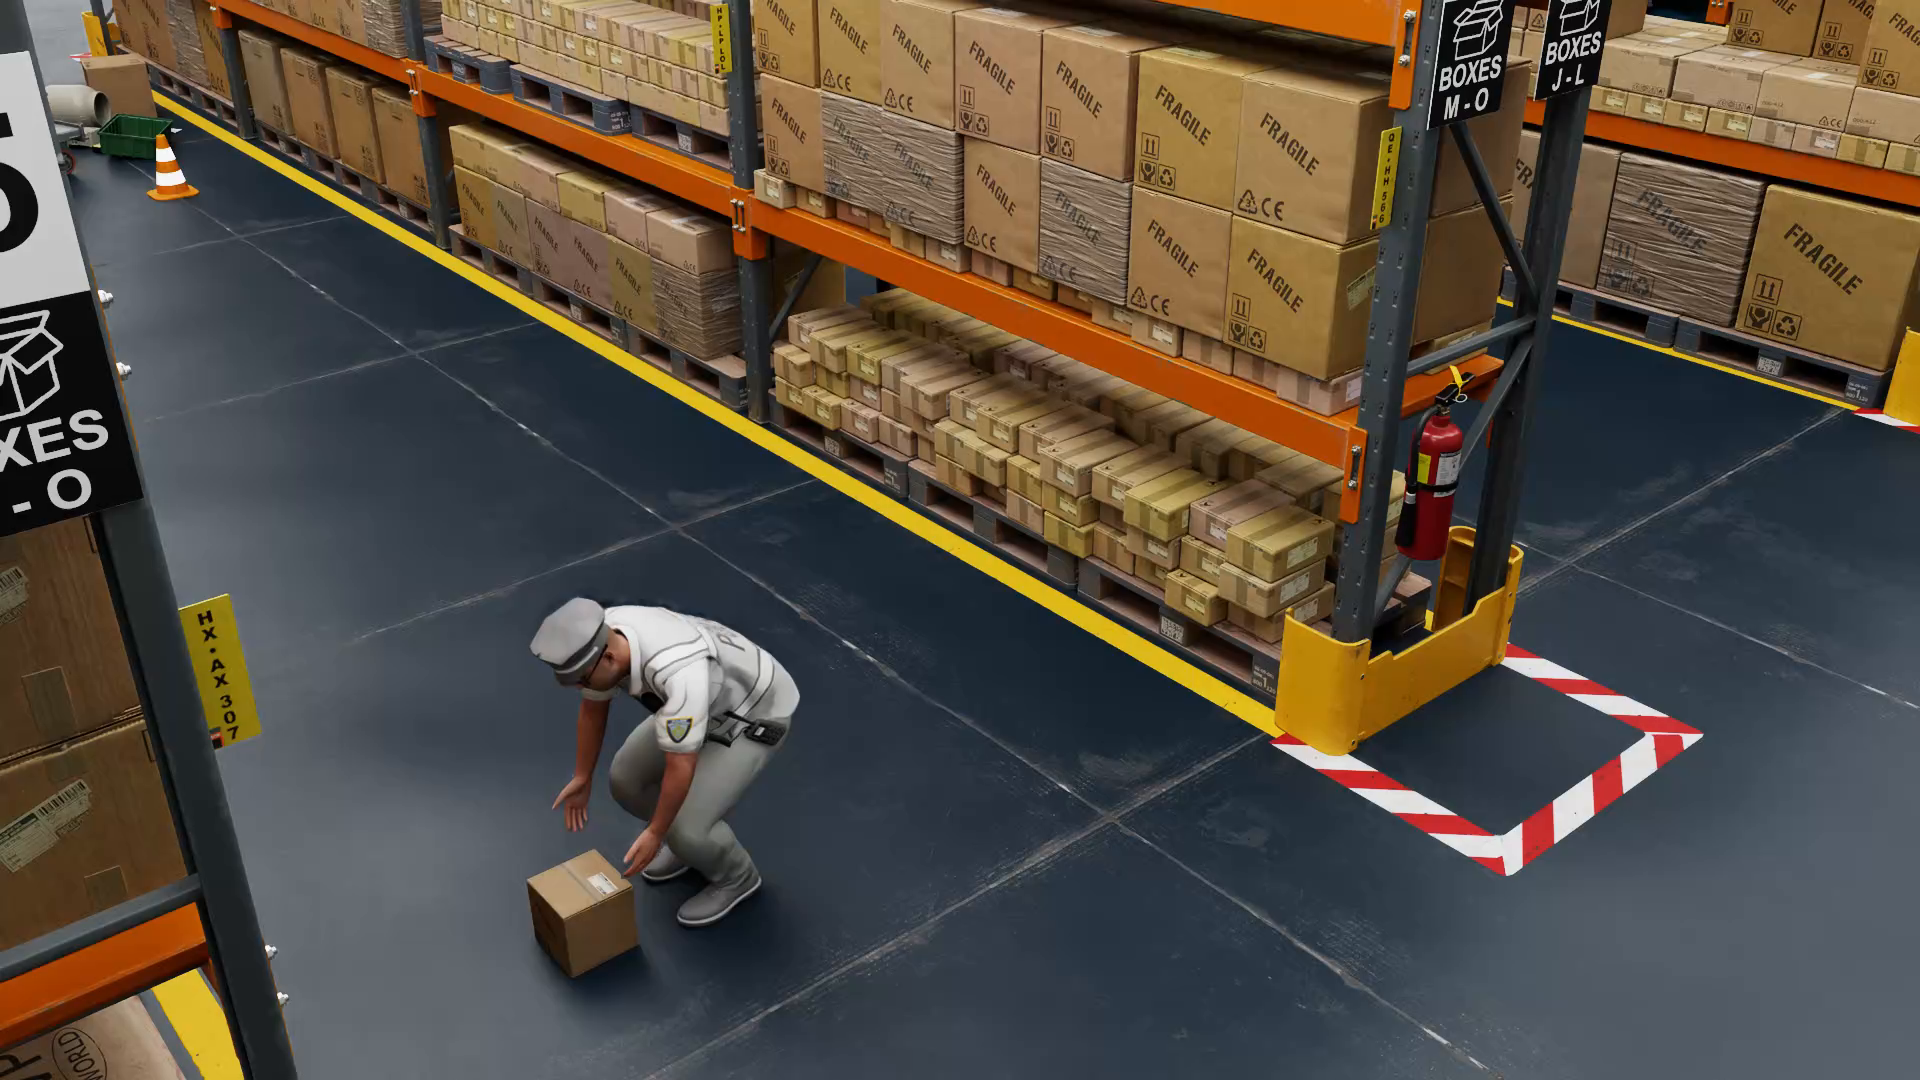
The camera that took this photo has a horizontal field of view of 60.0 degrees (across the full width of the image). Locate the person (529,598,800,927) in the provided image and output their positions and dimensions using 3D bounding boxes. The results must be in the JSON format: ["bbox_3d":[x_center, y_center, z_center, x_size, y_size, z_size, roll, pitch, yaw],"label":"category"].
[{"bbox_3d":[-0.919,0.668,5.386,0.879,1.262,0.583,-22,35,-35],"label":"person"}]
